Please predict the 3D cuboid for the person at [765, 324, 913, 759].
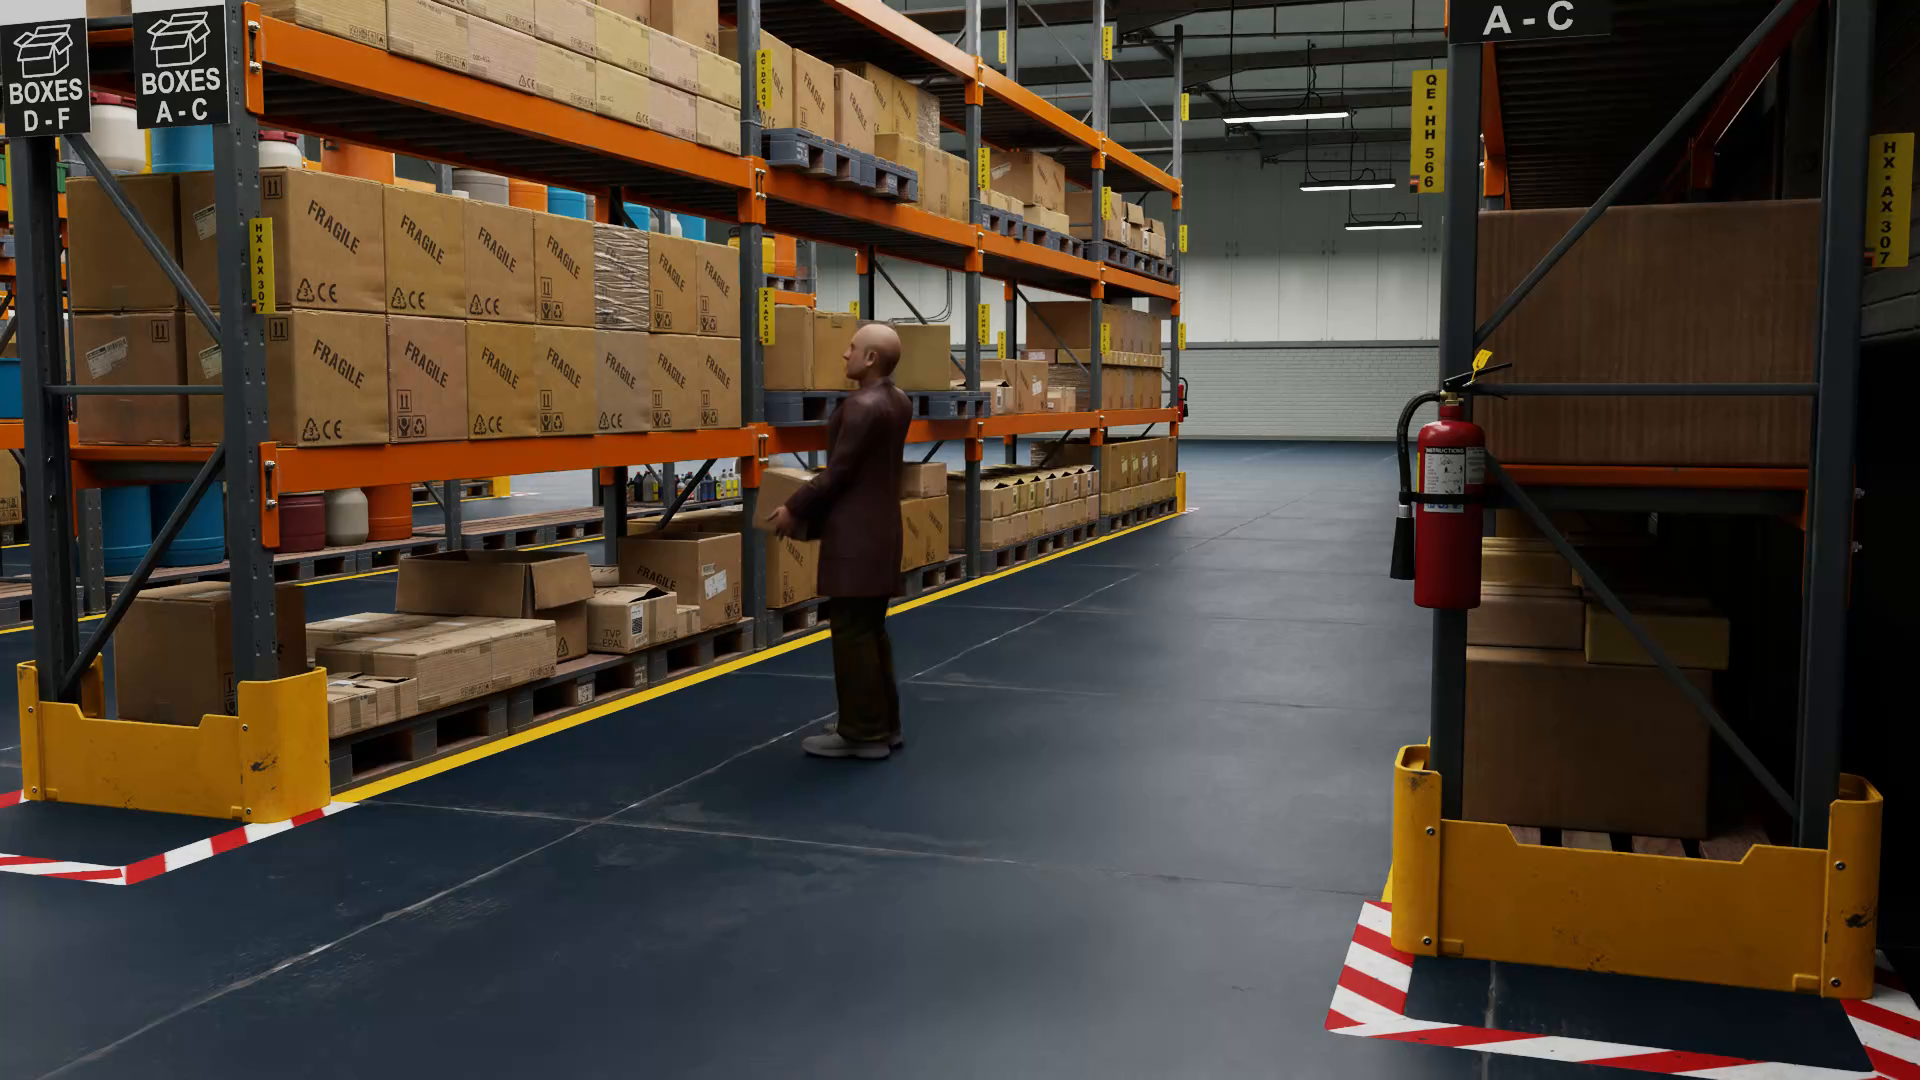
[{"bbox_3d":[-0.501,0.000,6.905,0.553,1.778,0.541,1,5,13],"label":"person"}]
